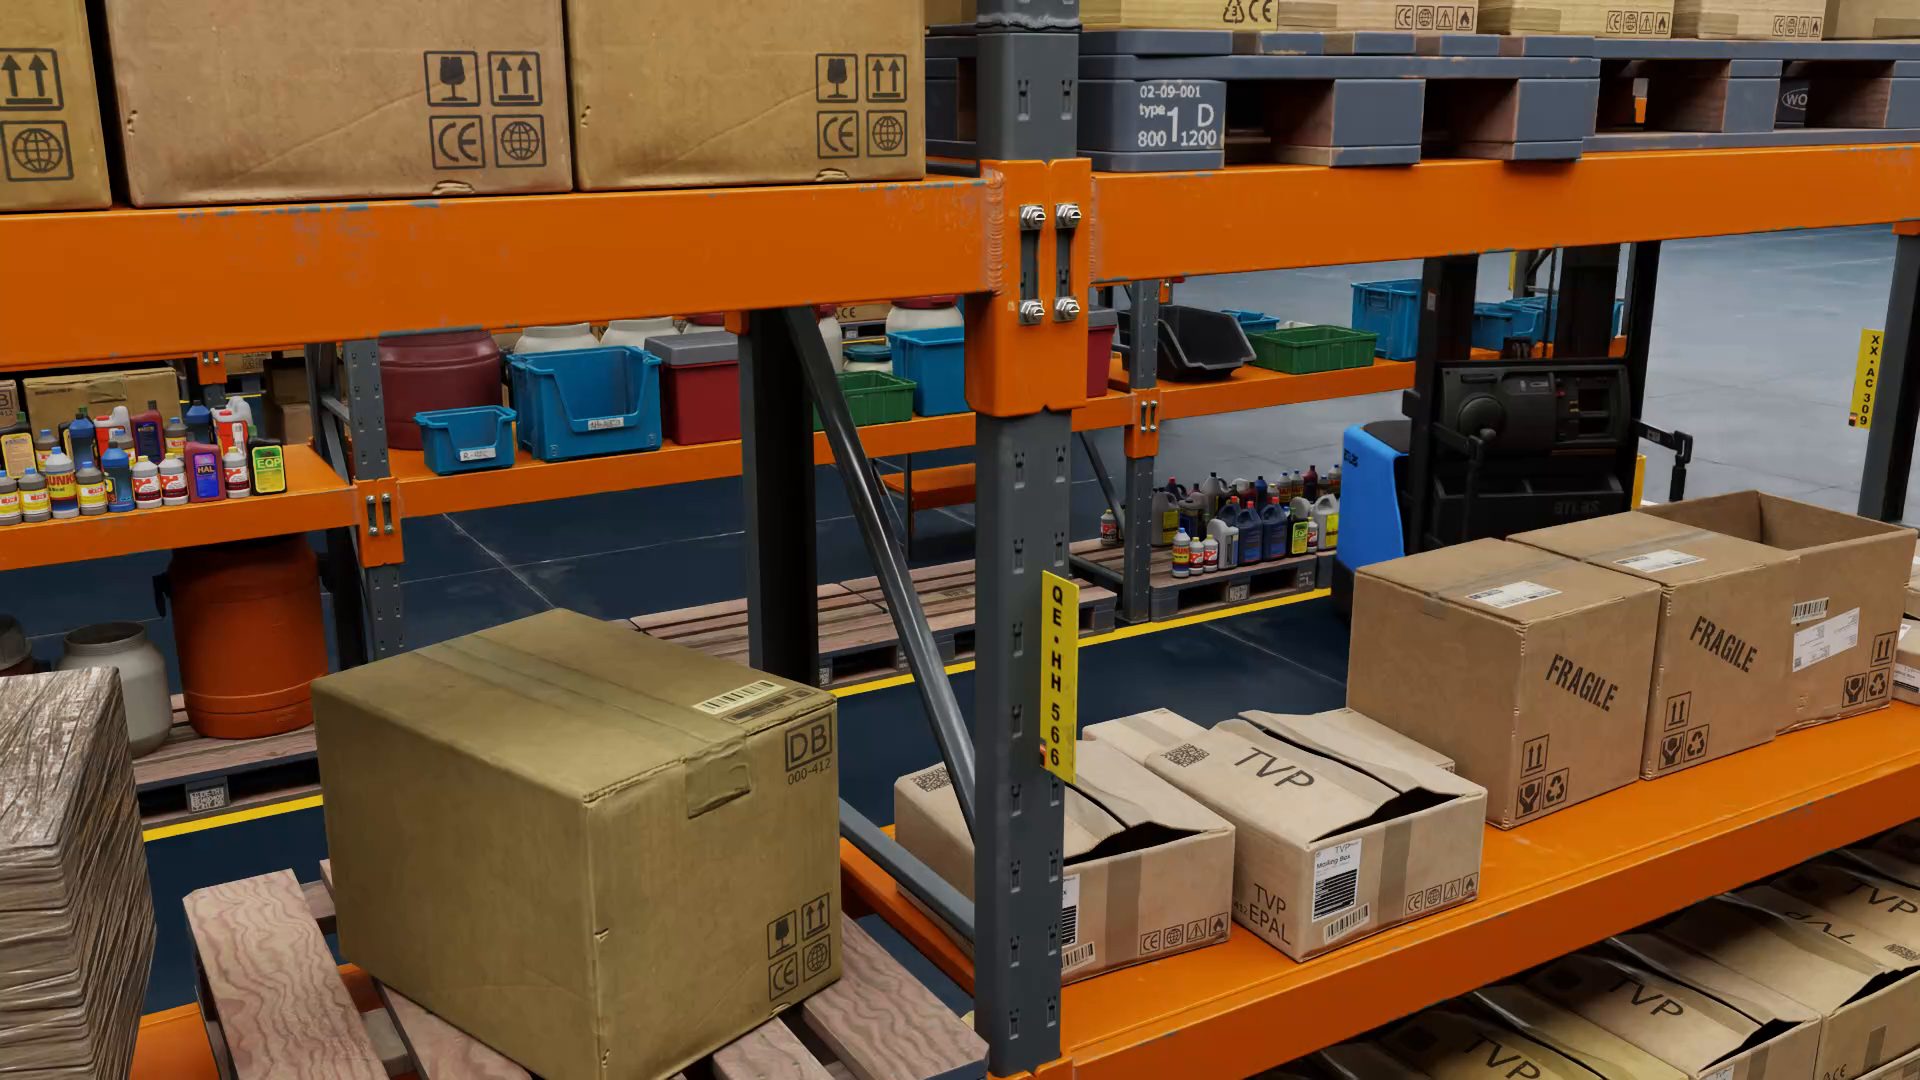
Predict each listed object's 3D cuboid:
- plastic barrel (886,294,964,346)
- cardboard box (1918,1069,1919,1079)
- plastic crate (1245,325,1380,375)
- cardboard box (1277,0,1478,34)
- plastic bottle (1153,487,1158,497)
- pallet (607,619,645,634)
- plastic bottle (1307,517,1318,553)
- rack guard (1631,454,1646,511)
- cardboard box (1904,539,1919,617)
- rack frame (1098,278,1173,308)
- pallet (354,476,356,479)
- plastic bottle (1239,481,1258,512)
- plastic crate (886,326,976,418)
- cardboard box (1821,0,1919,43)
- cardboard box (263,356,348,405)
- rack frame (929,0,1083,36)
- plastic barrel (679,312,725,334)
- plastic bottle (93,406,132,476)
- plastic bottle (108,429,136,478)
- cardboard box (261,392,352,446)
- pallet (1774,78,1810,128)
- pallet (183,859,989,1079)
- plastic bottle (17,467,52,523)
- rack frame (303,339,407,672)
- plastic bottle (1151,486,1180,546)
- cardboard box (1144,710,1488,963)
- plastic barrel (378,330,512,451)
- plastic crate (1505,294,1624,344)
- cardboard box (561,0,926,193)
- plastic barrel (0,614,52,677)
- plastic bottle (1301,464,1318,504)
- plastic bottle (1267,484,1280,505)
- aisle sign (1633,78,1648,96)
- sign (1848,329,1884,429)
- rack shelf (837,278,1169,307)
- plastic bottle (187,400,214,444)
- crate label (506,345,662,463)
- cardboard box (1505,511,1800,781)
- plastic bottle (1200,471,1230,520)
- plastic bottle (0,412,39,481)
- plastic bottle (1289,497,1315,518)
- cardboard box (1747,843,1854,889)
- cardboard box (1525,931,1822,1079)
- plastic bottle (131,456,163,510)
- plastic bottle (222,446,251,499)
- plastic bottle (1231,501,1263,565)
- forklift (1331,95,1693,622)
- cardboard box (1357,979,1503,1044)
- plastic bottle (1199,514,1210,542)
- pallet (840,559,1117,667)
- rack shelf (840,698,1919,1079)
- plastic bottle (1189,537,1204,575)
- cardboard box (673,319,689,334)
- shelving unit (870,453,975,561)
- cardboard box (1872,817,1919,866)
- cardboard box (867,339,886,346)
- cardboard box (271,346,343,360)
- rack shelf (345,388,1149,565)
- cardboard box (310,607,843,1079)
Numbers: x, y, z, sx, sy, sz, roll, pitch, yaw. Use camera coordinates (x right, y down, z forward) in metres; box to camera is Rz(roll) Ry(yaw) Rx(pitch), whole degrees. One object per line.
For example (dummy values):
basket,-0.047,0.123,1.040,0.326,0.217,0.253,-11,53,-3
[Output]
plastic barrel,-0.188,-1.076,8.940,0.433,0.535,0.433,0,16,0
cardboard box,2.652,1.370,4.782,0.500,0.250,0.500,-10,18,-31
plastic crate,2.054,-1.114,9.721,0.662,0.188,0.450,-9,18,-30
cardboard box,0.664,-1.118,3.283,0.500,0.250,0.500,-9,18,-28
plastic bottle,1.149,-0.186,10.107,0.185,0.351,0.144,-10,18,-31
pallet,-1.999,0.707,7.997,1.213,0.211,1.003,-9,18,-30
plastic bottle,2.067,-0.034,9.843,0.097,0.201,0.097,0,16,0
rack guard,4.133,-0.424,11.496,0.348,0.500,1.175,-9,18,-30
cardboard box,2.894,0.204,4.902,0.500,0.250,0.500,-8,18,-26
rack frame,1.623,-2.795,15.324,0.127,3.000,1.000,-9,18,-30
pallet,-4.564,-0.449,12.119,1.213,0.211,1.003,-9,18,-30
plastic bottle,1.787,-0.222,10.362,0.133,0.283,0.061,-9,18,-30
plastic crate,-0.040,-0.860,8.450,0.575,0.384,0.392,-9,18,-30
cardboard box,2.291,-1.360,4.148,0.500,0.250,0.500,-11,19,-35
cardboard box,-4.675,-1.152,11.890,0.500,0.250,0.500,-8,18,-27
rack frame,-0.136,-2.279,2.368,0.127,3.000,1.000,-9,18,-30
plastic barrel,-1.187,-0.914,8.362,0.433,0.535,0.433,0,16,0
plastic bottle,-3.617,-0.428,7.108,0.135,0.276,0.152,-9,18,-30
plastic bottle,-3.537,-0.365,7.024,0.097,0.201,0.097,0,16,0
cardboard box,-4.670,-0.789,11.983,0.500,0.500,0.700,-10,19,-33
pallet,2.544,-1.173,4.335,1.217,0.209,0.805,-10,19,-32
pallet,-0.680,0.812,2.810,1.003,0.211,1.213,-9,18,-30
plastic bottle,-3.534,-0.175,6.345,0.097,0.201,0.097,0,16,0
rack frame,-2.683,-0.537,7.268,0.127,3.000,1.000,-9,18,-30
plastic bottle,1.223,-0.152,9.988,0.185,0.351,0.144,-9,18,-30
cardboard box,0.731,0.573,3.474,0.500,0.311,0.500,-9,18,-30
plastic barrel,-2.442,-0.737,7.730,0.708,0.536,0.600,-9,18,-30
plastic crate,3.899,-1.439,10.760,0.616,0.251,0.499,-9,18,-30
cardboard box,-0.492,-0.815,2.516,0.500,0.500,0.910,-9,18,-30
plastic barrel,-4.062,0.651,6.721,0.708,0.588,0.600,-9,18,-30
plastic bottle,2.256,-0.346,10.804,0.133,0.283,0.061,-9,18,-29
plastic bottle,1.995,-0.258,10.643,0.097,0.201,0.097,0,16,0
aisle sign,4.389,-2.842,10.675,0.004,0.787,0.394,-9,18,-30
sign,3.006,-0.530,5.492,0.005,0.325,0.100,-9,18,-30
rack shelf,-0.091,-2.171,14.429,4.000,0.370,1.077,-9,18,-30
plastic bottle,-3.334,-0.480,7.303,0.097,0.271,0.097,0,16,0
crate label,-1.692,-0.630,7.533,0.616,0.435,0.502,-9,18,-30
cardboard box,1.746,0.251,4.271,0.500,0.500,0.500,-9,18,-30
plastic bottle,1.590,-0.257,10.363,0.185,0.351,0.144,-9,18,-30
plastic bottle,-3.954,-0.391,6.964,0.133,0.283,0.061,-9,18,-30
plastic bottle,2.079,-0.126,10.032,0.135,0.276,0.152,-9,18,-30
cardboard box,2.379,0.973,5.157,0.500,0.311,0.500,-9,18,-30
cardboard box,1.789,1.239,4.208,0.500,0.311,0.500,-9,18,-30
plastic bottle,-3.200,-0.229,6.538,0.097,0.201,0.097,0,16,0
plastic bottle,-2.919,-0.275,6.700,0.097,0.201,0.097,0,16,0
plastic bottle,1.651,-0.046,9.608,0.185,0.351,0.144,-9,18,-28
forklift,2.793,-0.647,7.787,1.130,2.935,3.031,-2,16,-6
cardboard box,1.063,1.188,4.391,0.500,0.311,0.500,-9,18,-30
plastic bottle,1.452,-0.016,9.626,0.133,0.283,0.061,-9,18,-30
pallet,0.092,0.368,9.207,1.213,0.211,1.003,-9,18,-30
rack shelf,1.579,0.678,4.267,4.000,0.370,1.077,-9,18,-30
plastic bottle,1.331,0.085,9.417,0.097,0.201,0.097,0,16,0
cardboard box,-2.927,-2.777,18.418,0.875,0.875,0.875,-9,18,-29
shelving unit,-0.006,-0.541,10.755,1.048,1.125,0.538,-9,18,-30
cardboard box,3.094,1.028,4.963,0.500,0.311,0.500,-9,18,-30
cardboard box,-0.463,-1.470,14.449,0.500,0.500,0.500,-11,19,-35
cardboard box,-6.386,-2.150,16.411,0.750,0.750,1.050,-9,18,-29
rack shelf,-0.969,-0.469,8.357,4.000,0.370,1.077,-9,18,-30
cardboard box,-0.617,0.473,2.703,0.700,0.500,0.500,13,20,38
